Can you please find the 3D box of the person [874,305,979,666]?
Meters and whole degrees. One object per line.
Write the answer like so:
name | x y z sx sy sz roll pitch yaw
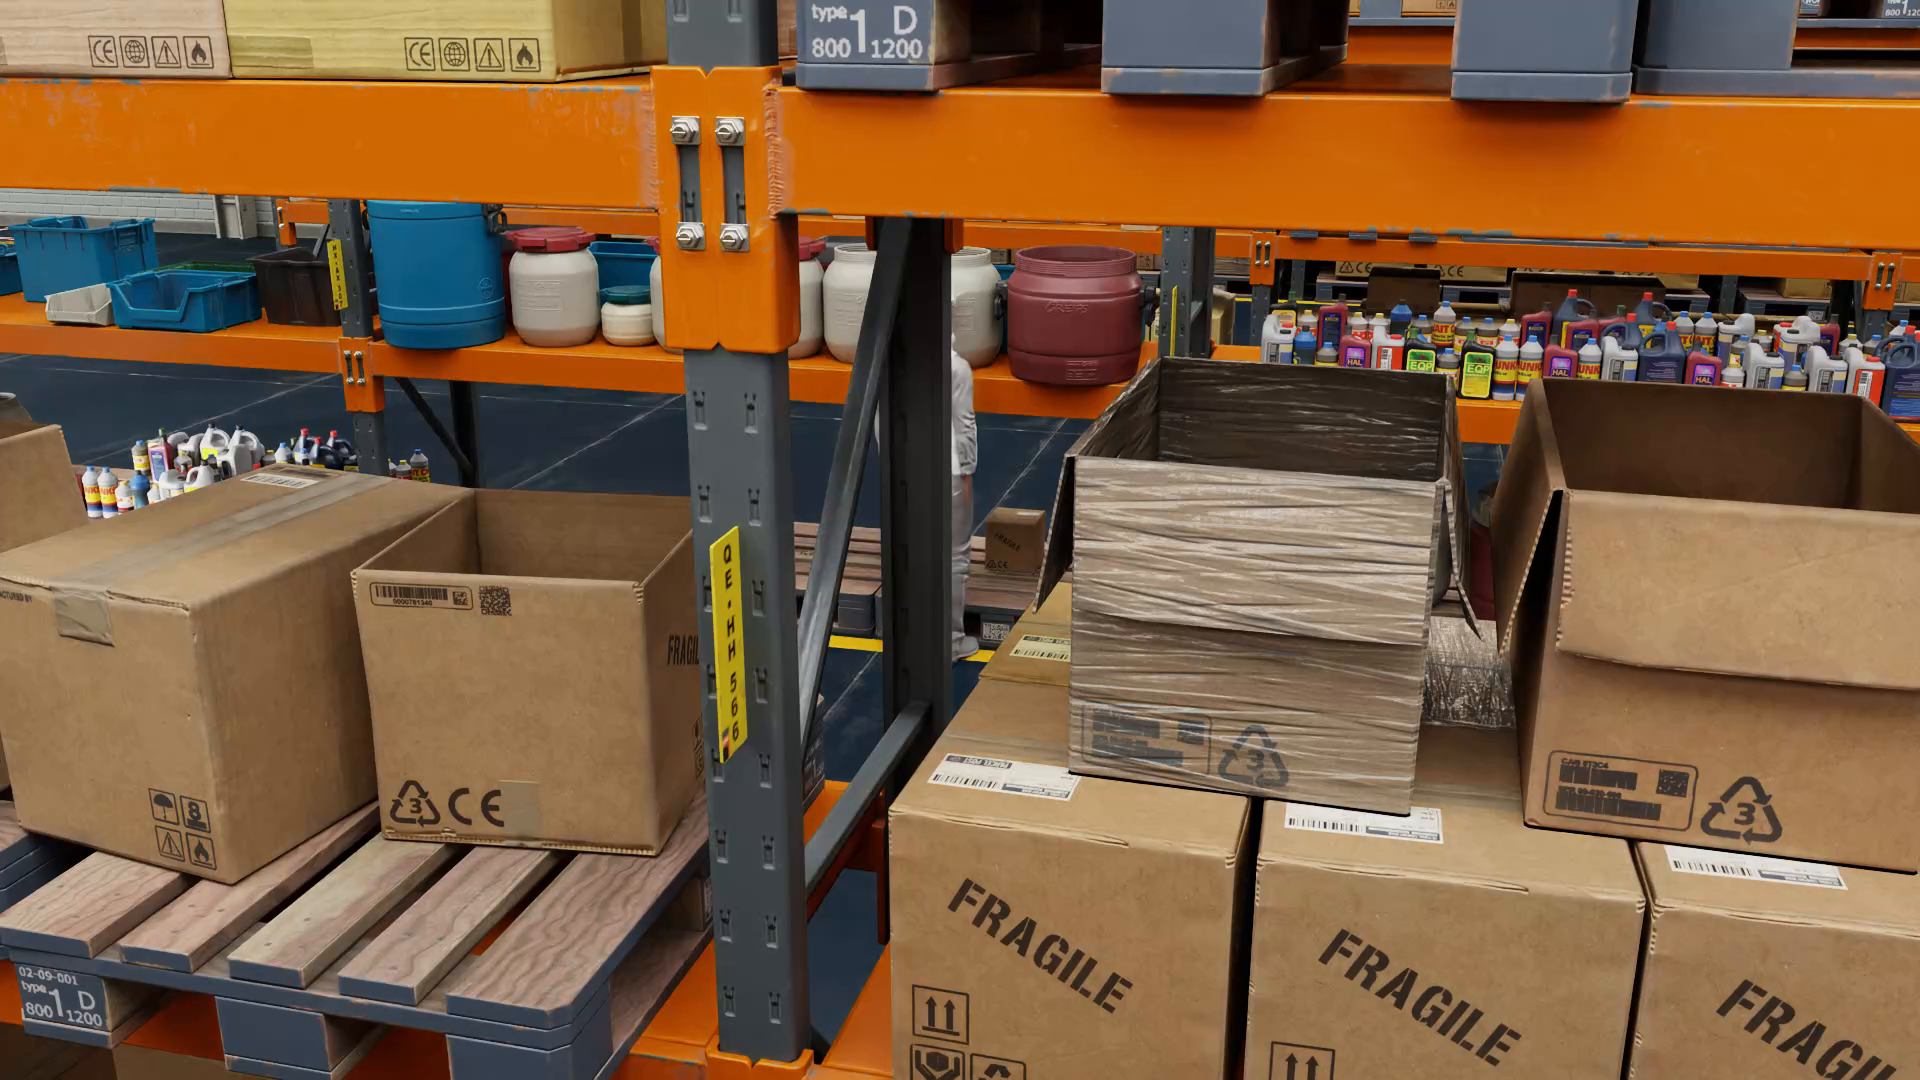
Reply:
person | -0.153 -0.319 7.505 0.533 1.765 0.358 11 21 31
